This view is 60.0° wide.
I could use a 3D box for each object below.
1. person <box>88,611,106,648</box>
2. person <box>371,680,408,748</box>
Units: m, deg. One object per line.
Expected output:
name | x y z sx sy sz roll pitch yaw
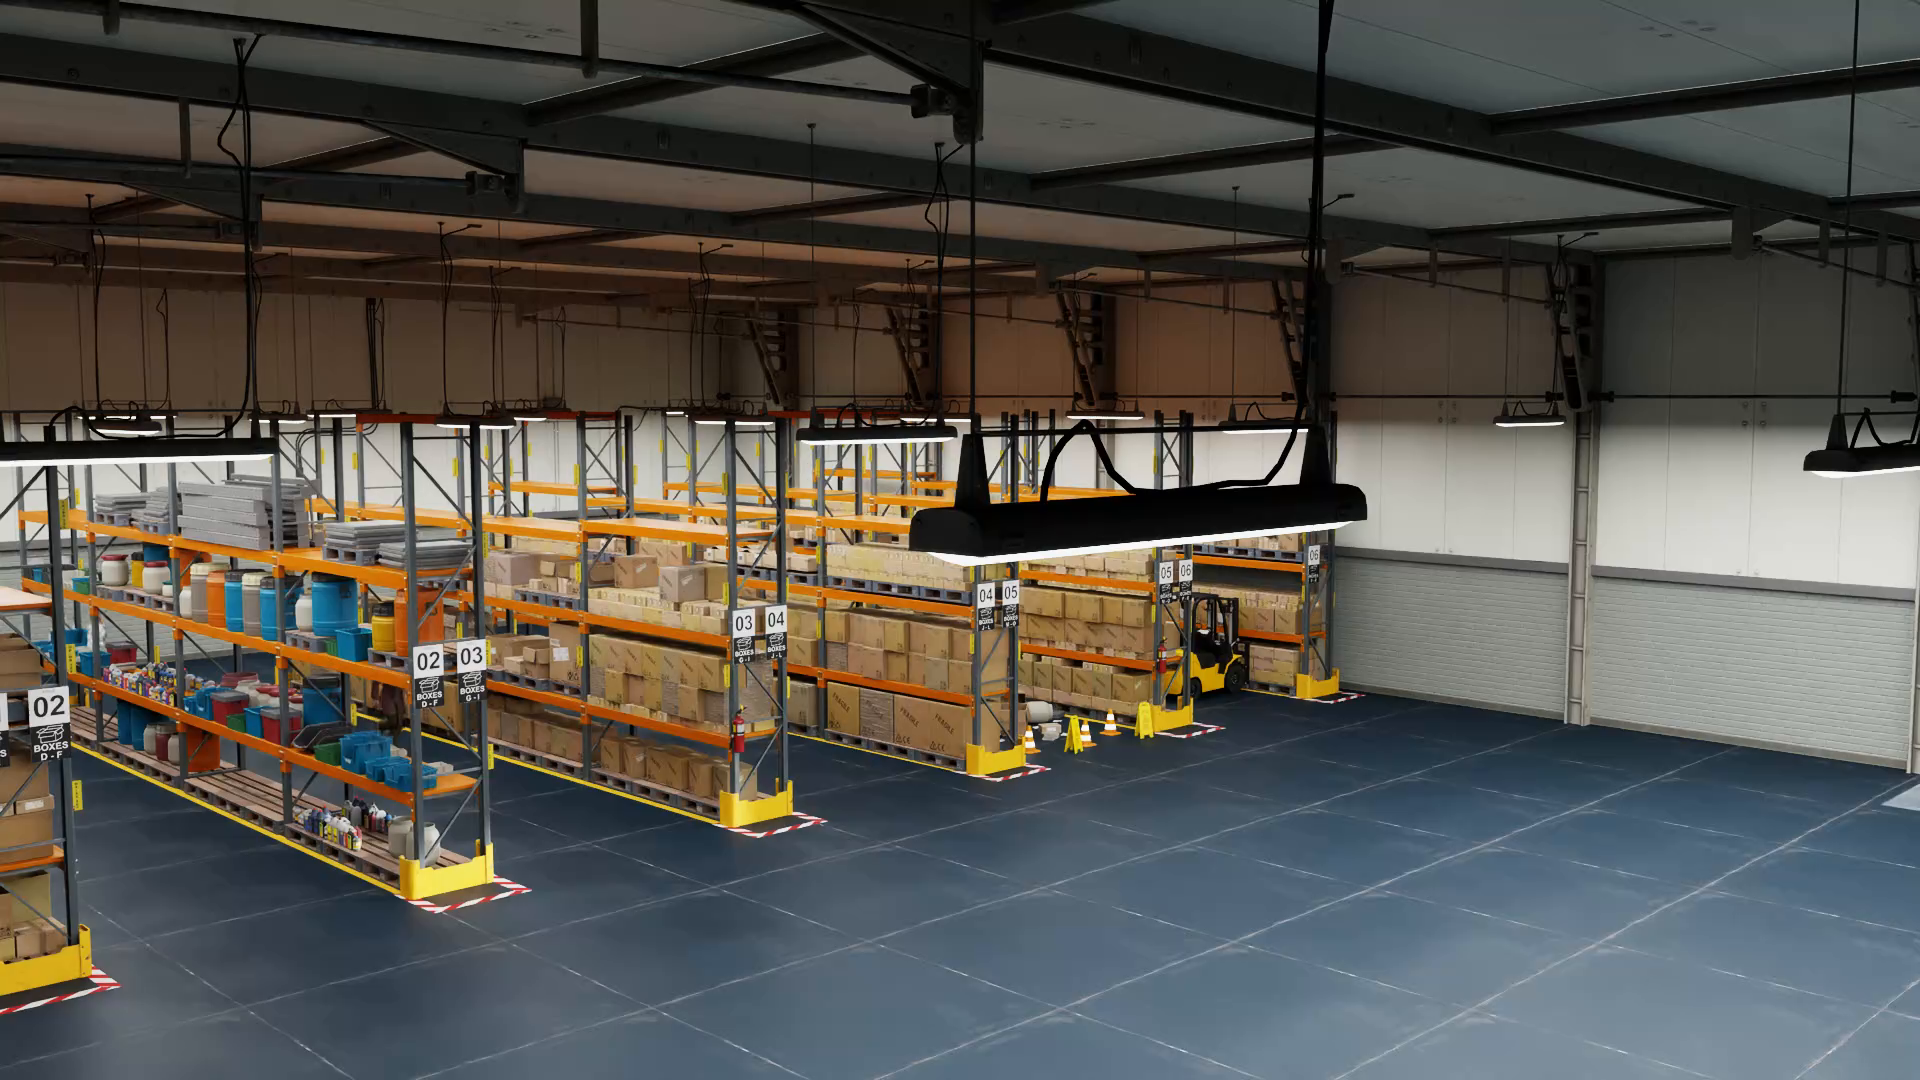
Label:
person | -18.998 2.376 36.321 0.762 1.645 0.615 -1 5 -10
person | -10.206 2.897 29.791 0.704 1.712 0.721 3 6 33
